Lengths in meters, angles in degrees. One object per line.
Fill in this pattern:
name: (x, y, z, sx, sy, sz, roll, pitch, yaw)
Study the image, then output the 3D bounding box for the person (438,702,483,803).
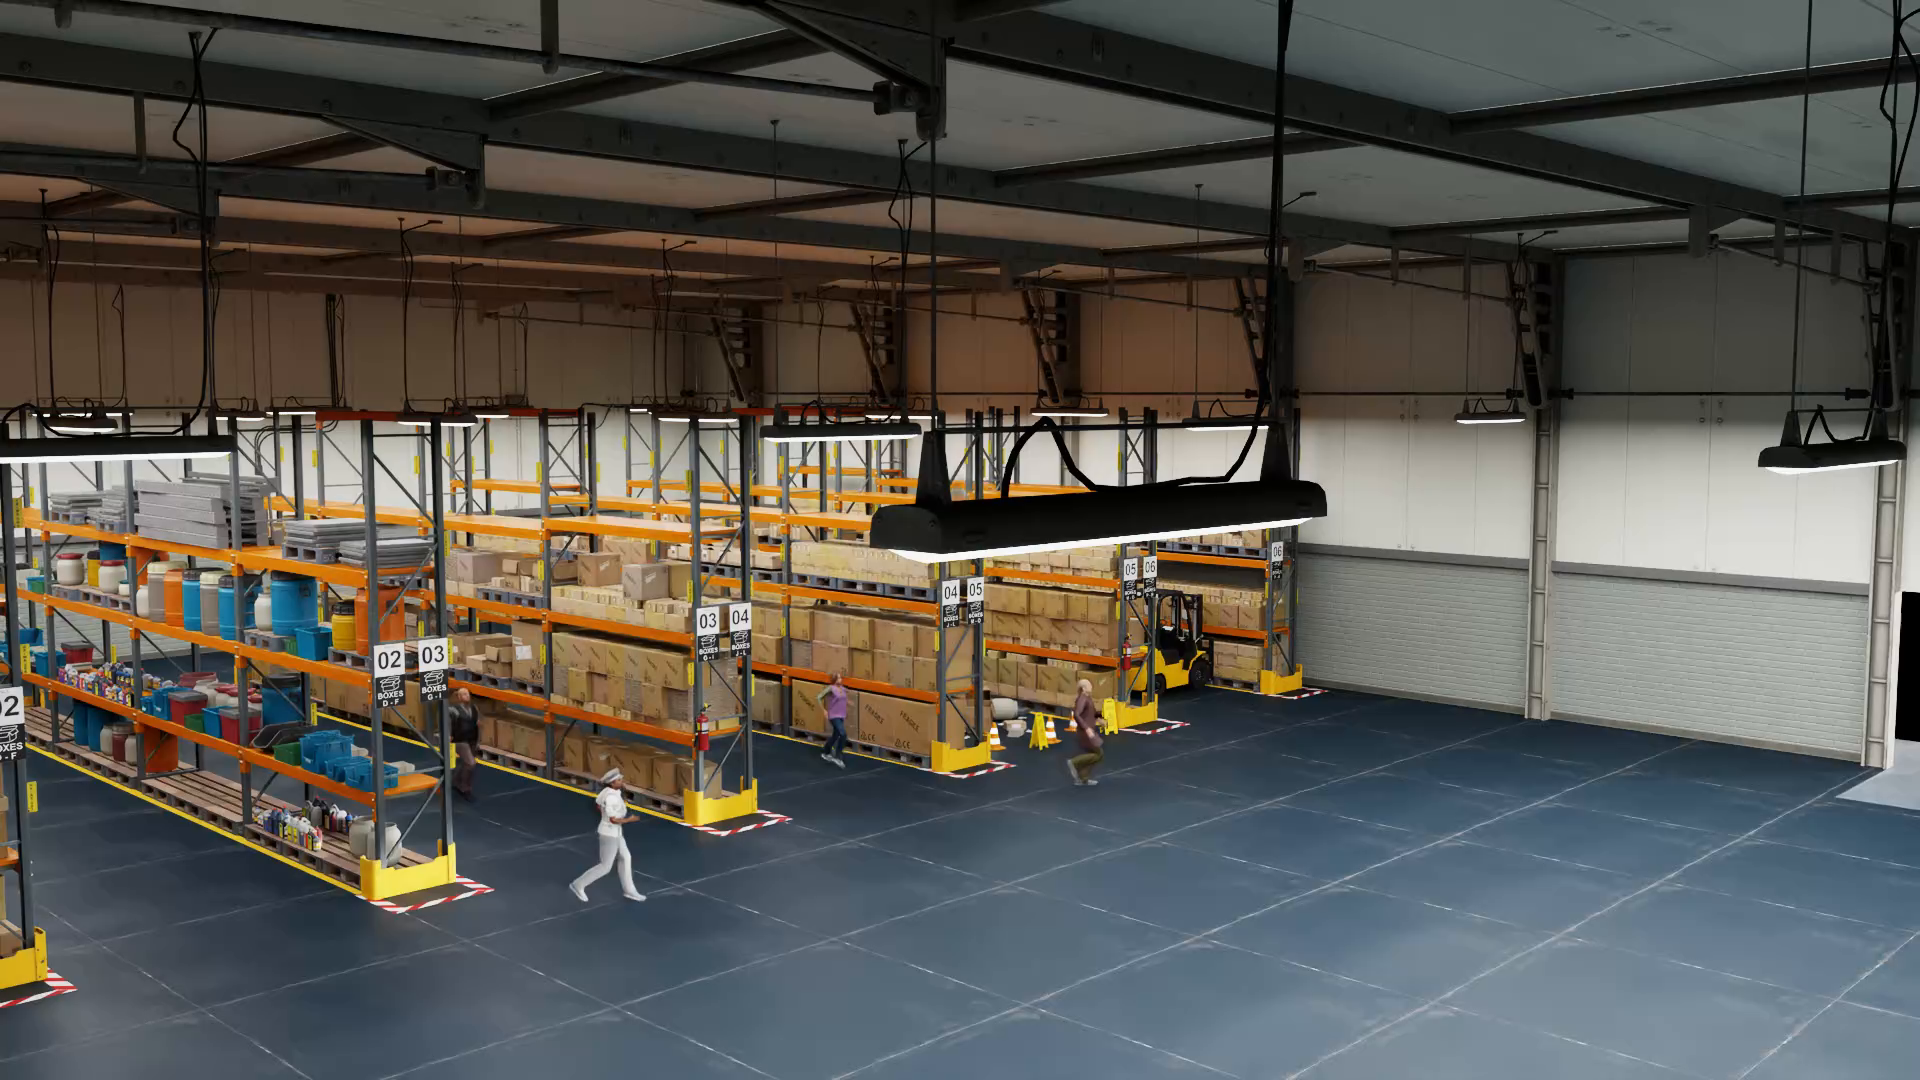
person: (-7.745, 3.286, 25.906, 0.621, 1.578, 0.624, 3, 6, 29)

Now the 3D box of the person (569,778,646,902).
person: (-4.364, 3.731, 20.598, 0.912, 1.585, 0.588, -1, 5, -14)

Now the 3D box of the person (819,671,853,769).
person: (-2.110, 3.042, 28.135, 0.710, 1.644, 0.442, 3, 6, 32)

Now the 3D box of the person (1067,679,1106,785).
person: (2.036, 3.098, 26.788, 0.640, 1.731, 0.714, 0, 5, 1)
